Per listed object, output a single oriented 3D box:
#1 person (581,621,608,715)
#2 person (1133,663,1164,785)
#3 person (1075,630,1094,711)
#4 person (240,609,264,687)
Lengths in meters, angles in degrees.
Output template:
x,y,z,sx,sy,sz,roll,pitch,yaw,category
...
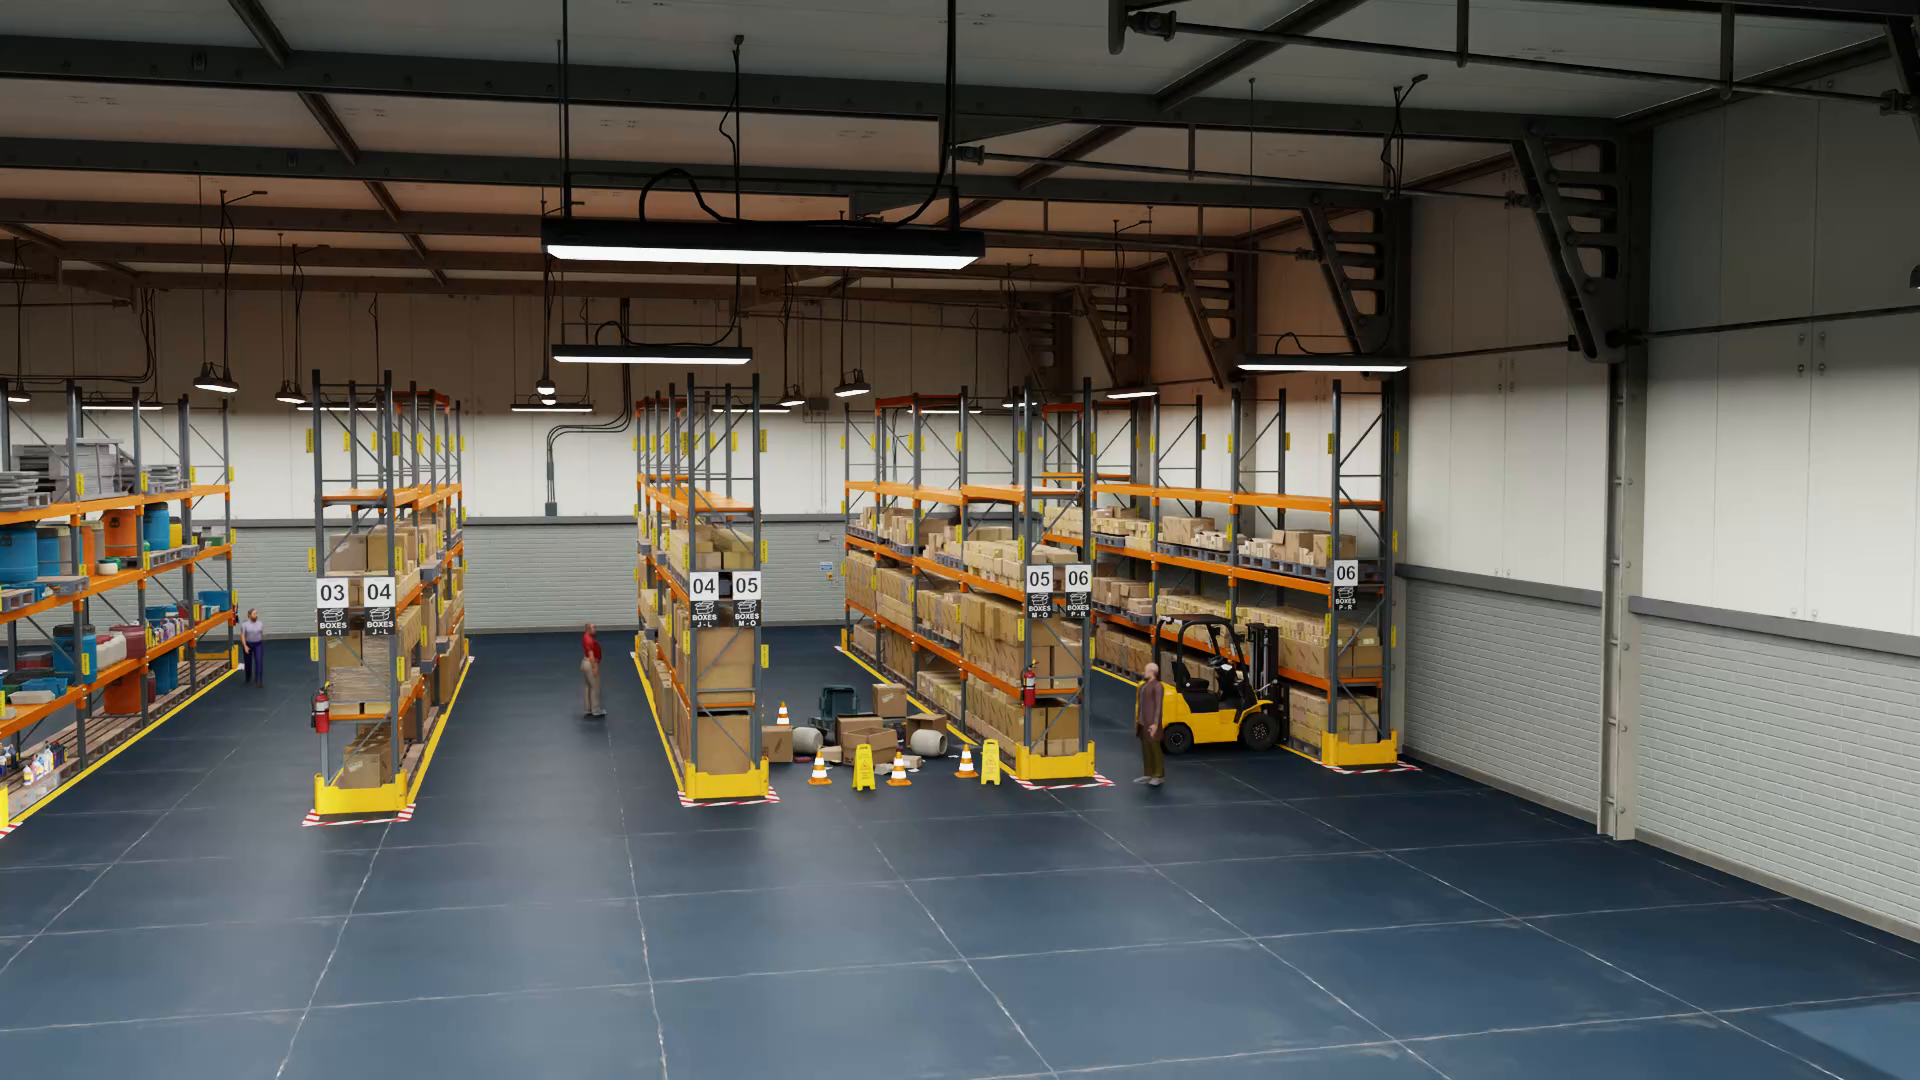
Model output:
x,y,z,sx,sy,sz,roll,pitch,yaw,category
-6.745,2.356,30.675,0.438,1.725,0.607,-2,4,-26,person
2.818,2.706,24.442,0.402,1.806,0.657,-1,4,-23,person
2.244,2.414,31.086,0.511,1.544,0.890,-1,3,-17,person
-14.628,2.217,34.379,0.449,1.597,0.940,-1,4,-23,person
